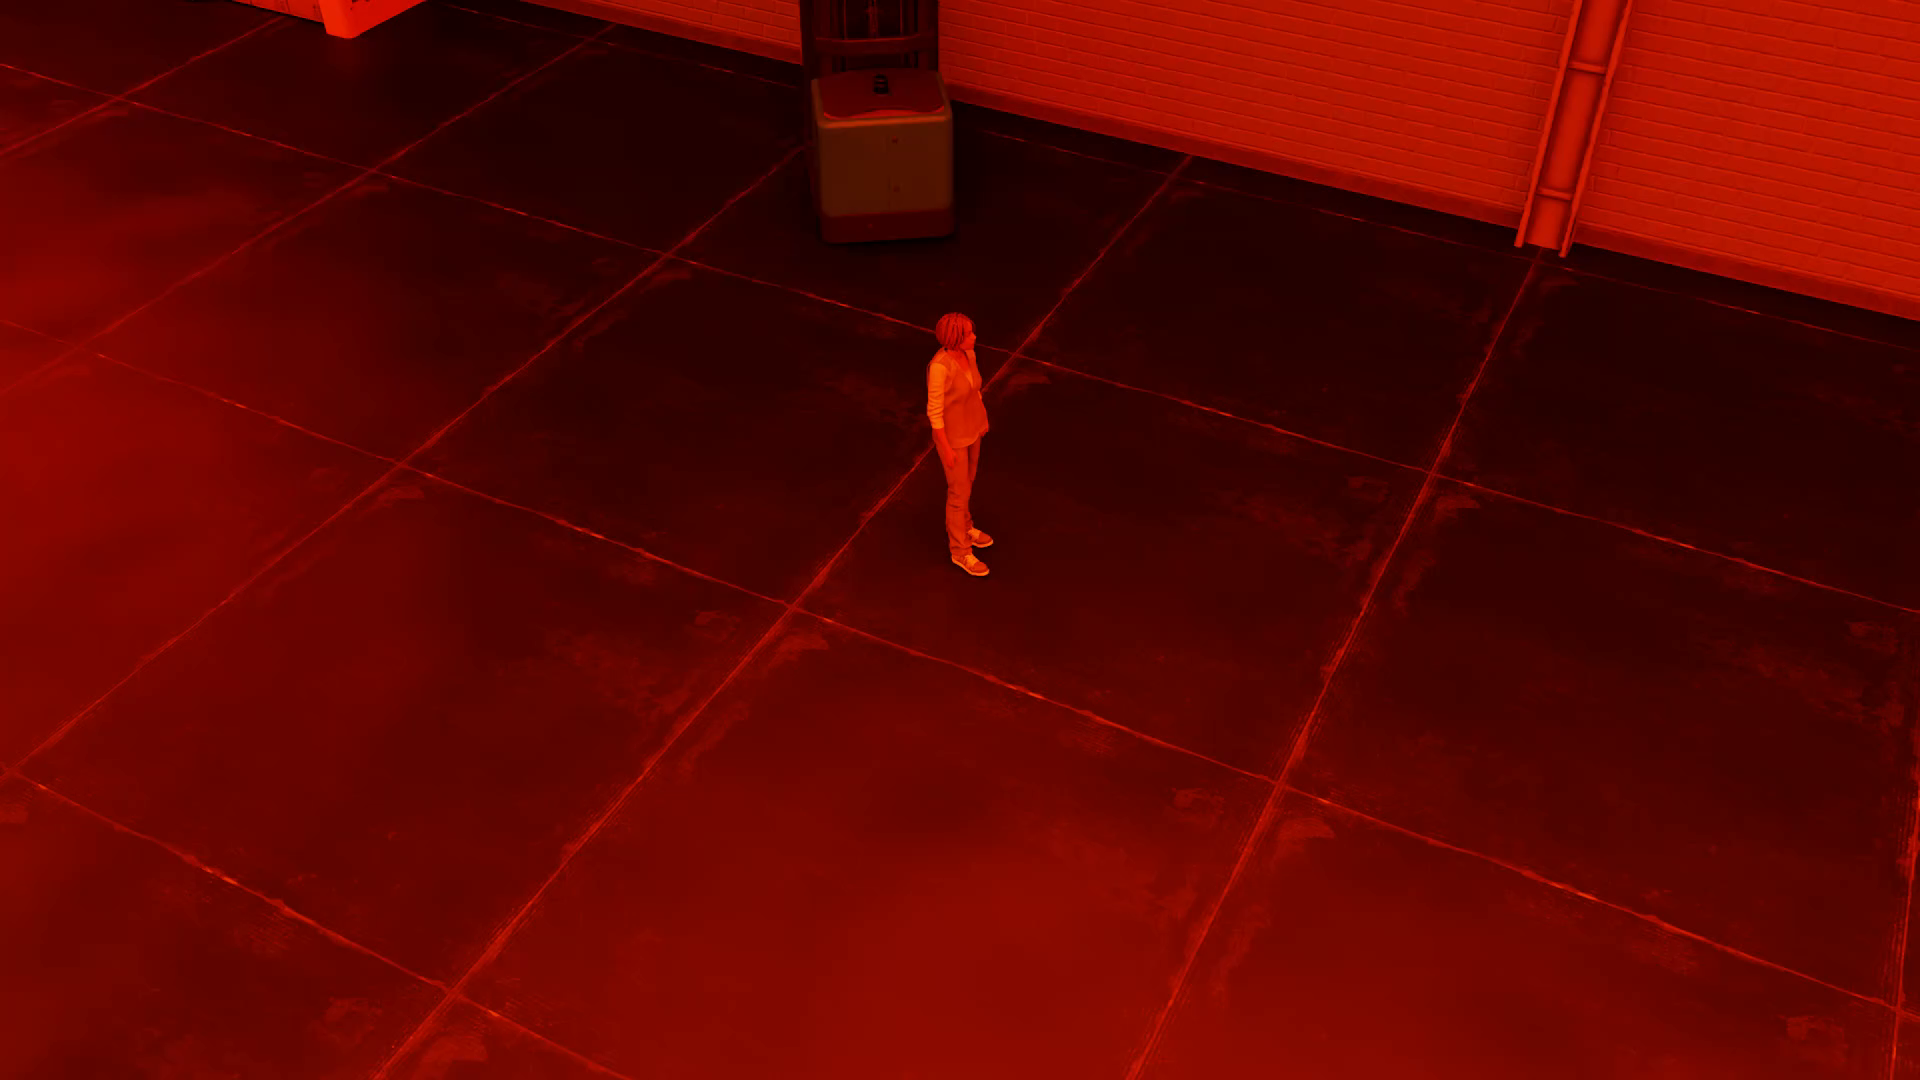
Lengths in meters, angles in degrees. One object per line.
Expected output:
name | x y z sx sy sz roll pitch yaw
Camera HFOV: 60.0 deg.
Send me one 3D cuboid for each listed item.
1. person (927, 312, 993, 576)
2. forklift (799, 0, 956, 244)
person | 0.060 -0.586 9.706 0.473 1.599 0.520 18 43 21
forklift | -0.747 -4.364 13.168 1.130 2.935 3.031 -5 40 -6
